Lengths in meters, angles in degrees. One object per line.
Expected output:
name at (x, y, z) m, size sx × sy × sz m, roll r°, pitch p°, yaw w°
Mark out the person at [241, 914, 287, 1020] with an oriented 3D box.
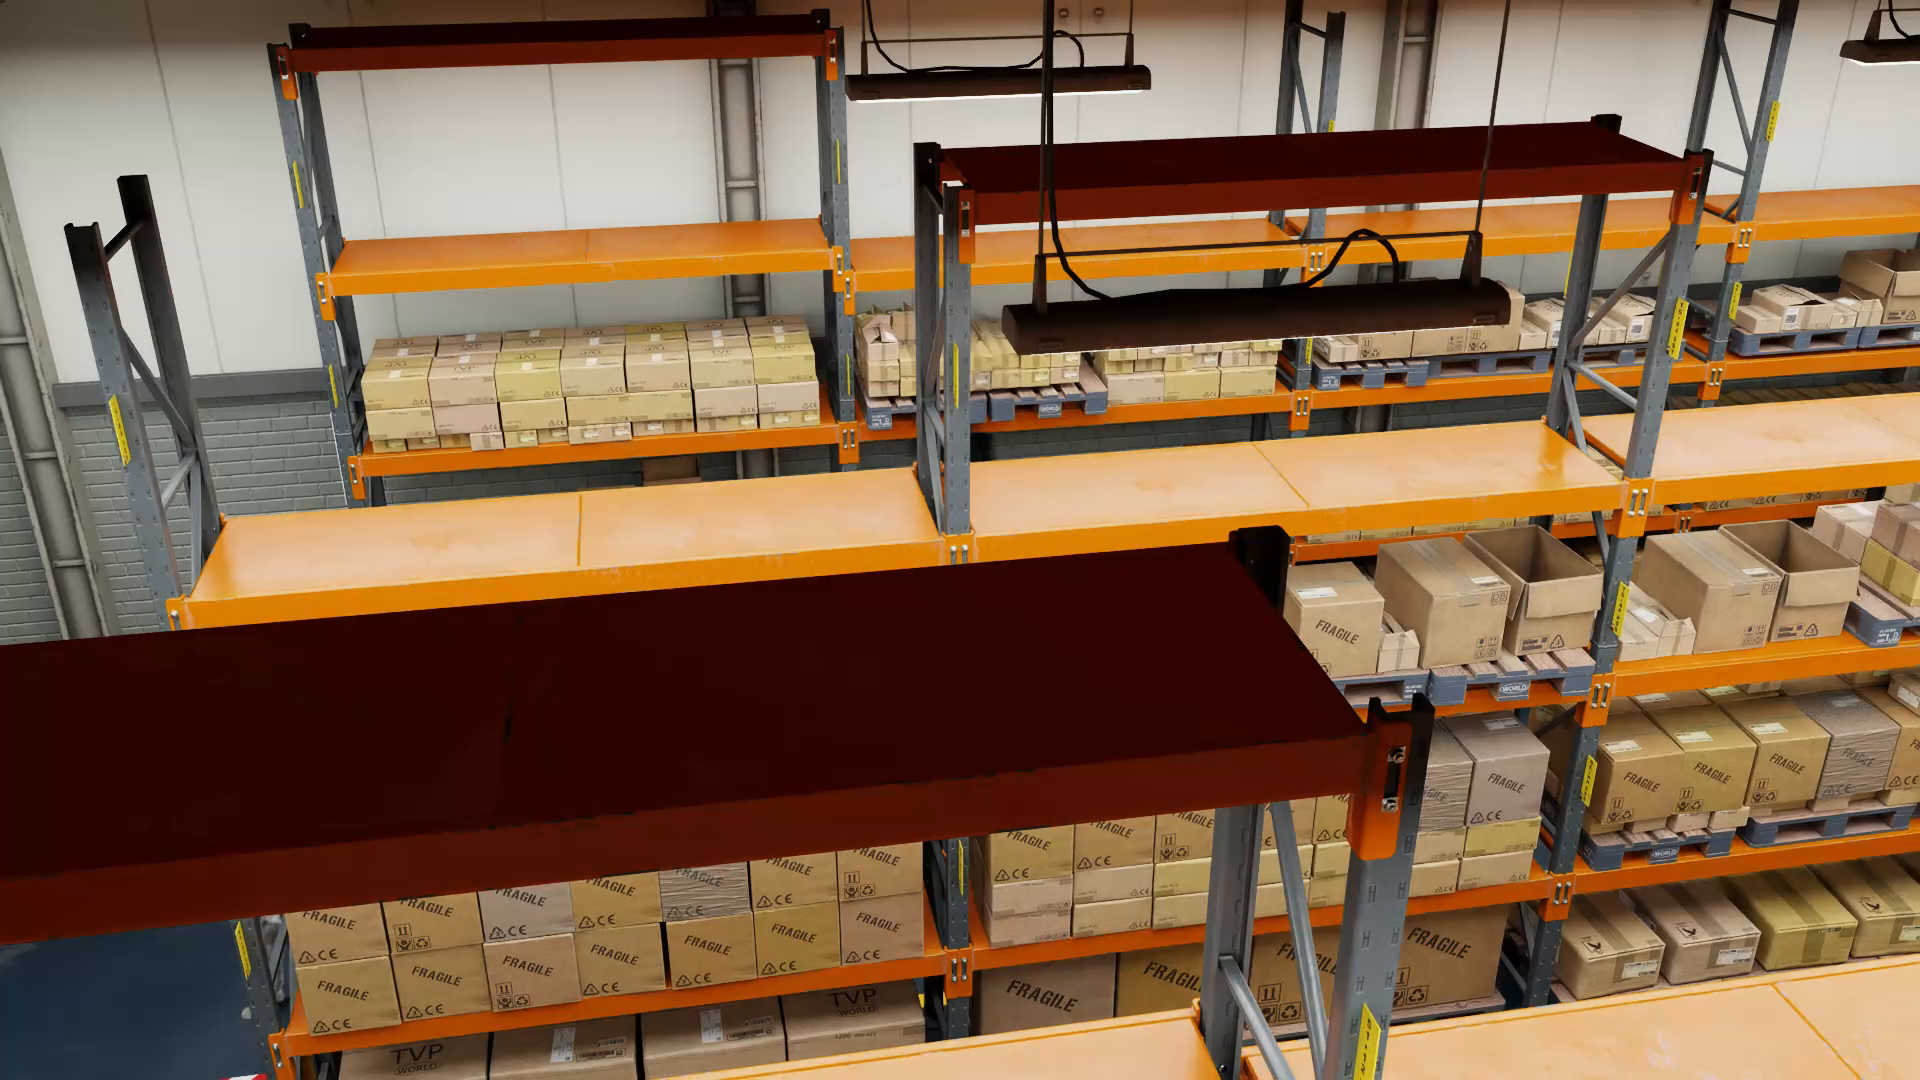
person at (-4.503, 2.470, 11.157) m, size 0.850 × 1.789 × 0.700 m, roll -16°, pitch 30°, yaw -29°
